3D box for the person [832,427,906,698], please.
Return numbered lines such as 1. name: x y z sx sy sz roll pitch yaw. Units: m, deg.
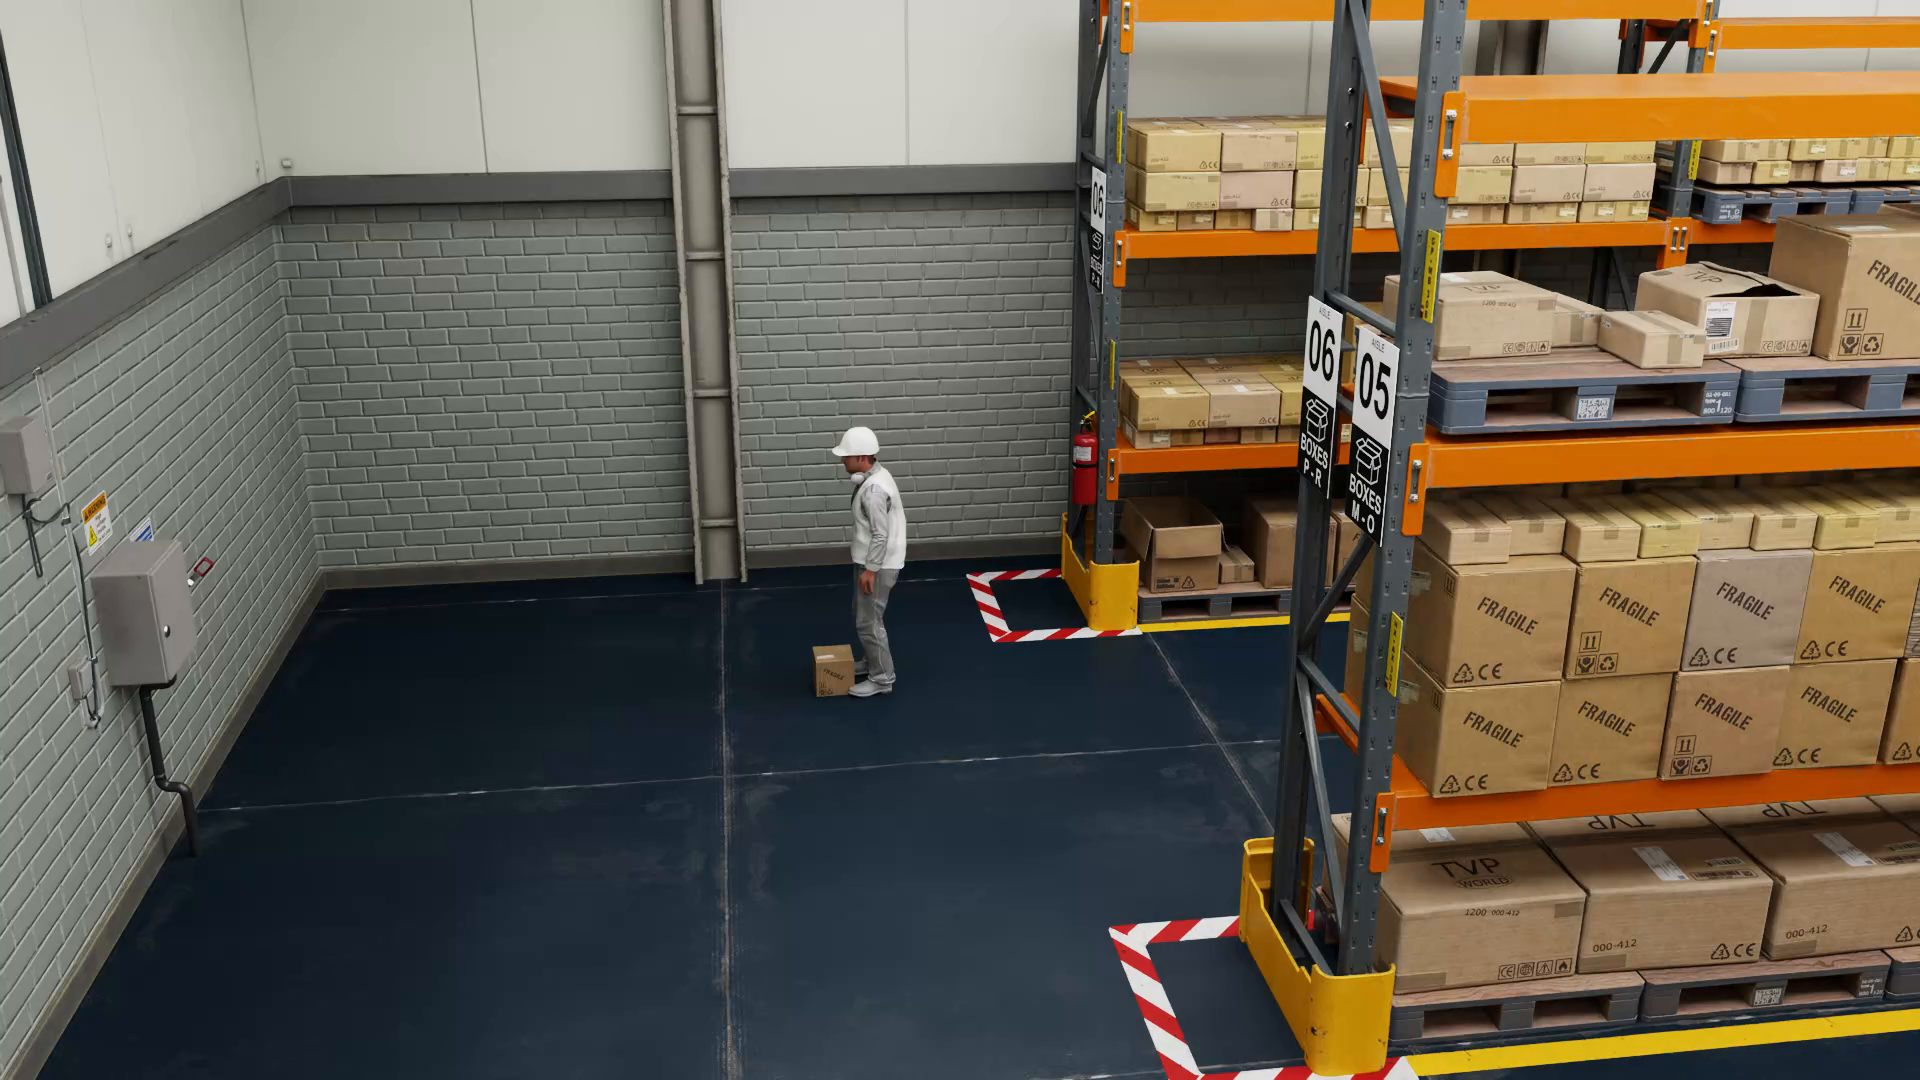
1. person: -0.574 0.123 10.692 0.460 1.771 0.581 -3 20 -7
